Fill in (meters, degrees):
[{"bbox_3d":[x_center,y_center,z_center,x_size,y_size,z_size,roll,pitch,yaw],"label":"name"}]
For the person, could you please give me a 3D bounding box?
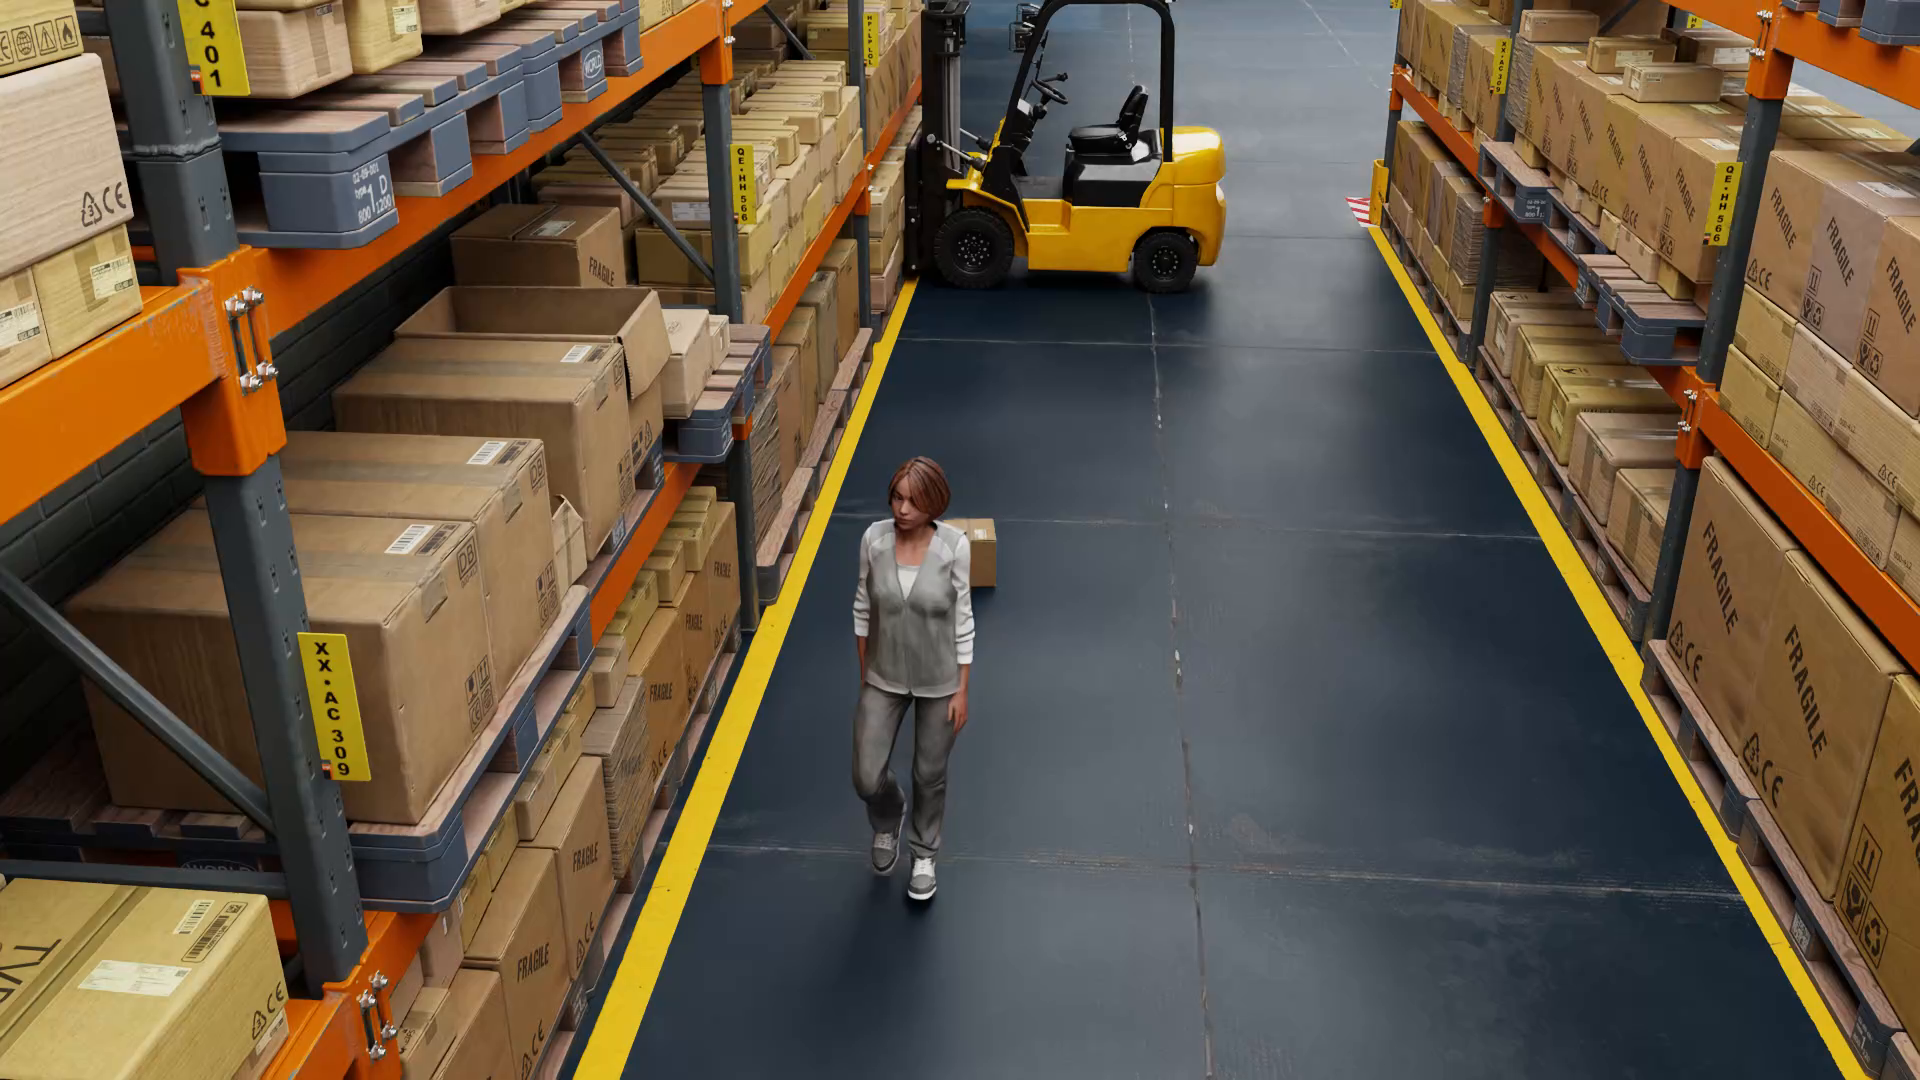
[{"bbox_3d":[-0.156,0.483,5.518,0.414,1.591,0.409,3,25,5],"label":"person"}]
